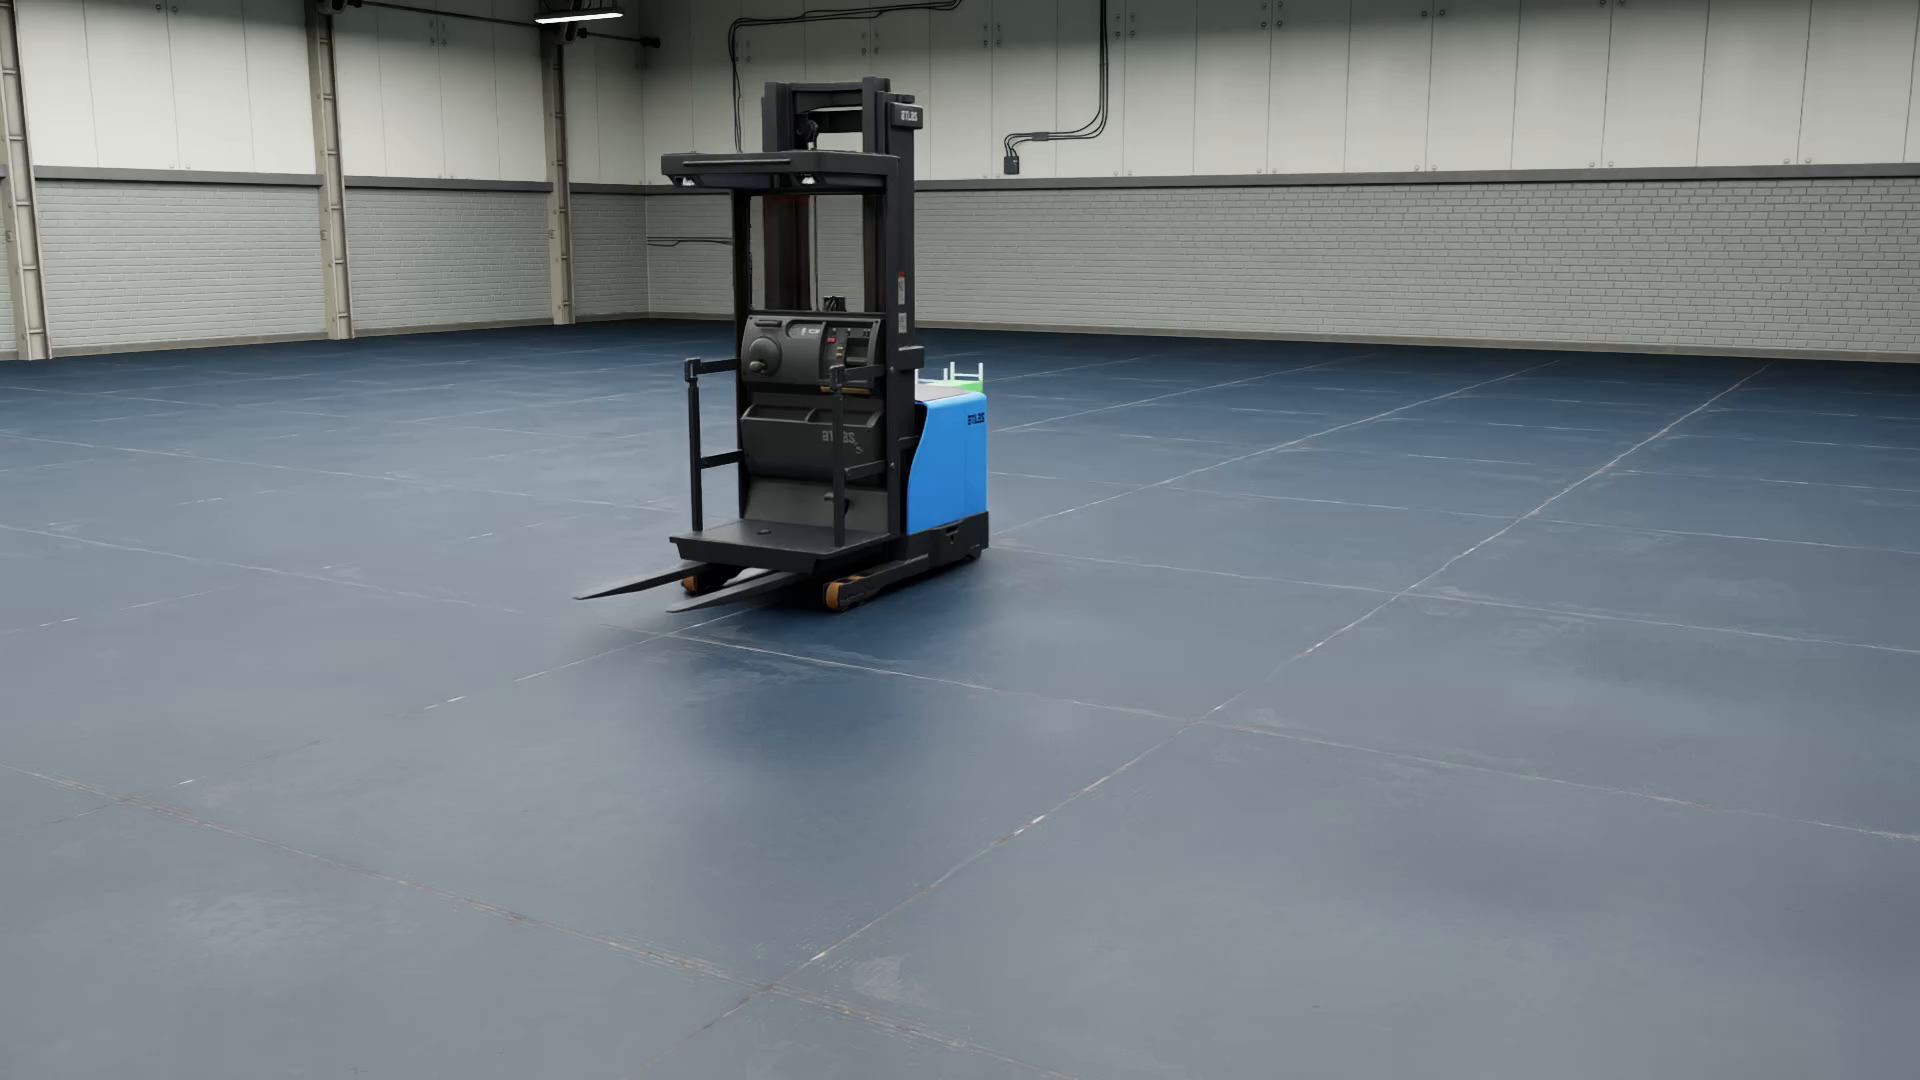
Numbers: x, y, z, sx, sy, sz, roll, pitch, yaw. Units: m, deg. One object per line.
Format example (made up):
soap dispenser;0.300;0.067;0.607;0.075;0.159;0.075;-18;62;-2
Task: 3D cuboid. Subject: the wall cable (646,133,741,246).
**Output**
wall cable;-6.203;-8.075;38.483;3.097;2.526;0.112;6;12;31

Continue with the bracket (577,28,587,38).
bracket;-8.344;-11.064;36.234;0.235;0.232;0.430;6;12;31

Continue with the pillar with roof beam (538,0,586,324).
pillar with roof beam;-5.184;-8.853;34.201;9.100;9.000;0.548;6;12;31

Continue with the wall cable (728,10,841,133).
wall cable;-3.891;-10.299;36.638;3.097;2.526;0.112;6;12;31

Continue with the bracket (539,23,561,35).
bracket;-8.775;-10.934;35.536;0.235;0.232;0.430;6;12;31

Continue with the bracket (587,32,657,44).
bracket;-7.420;-11.344;37.728;0.076;0.066;3.189;6;12;31

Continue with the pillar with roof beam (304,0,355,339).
pillar with roof beam;-8.299;-7.909;29.160;9.100;9.000;0.548;6;12;31

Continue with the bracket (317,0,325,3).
bracket;-11.890;-9.990;30.496;0.235;0.232;0.430;6;12;31

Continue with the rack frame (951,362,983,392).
rack frame;0.045;-0.610;11.368;0.240;1.200;0.015;6;12;28

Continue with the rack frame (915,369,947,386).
rack frame;-0.190;-0.532;10.948;0.240;1.200;0.015;6;12;28

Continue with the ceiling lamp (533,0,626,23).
ceiling lamp;-6.810;-11.072;30.190;2.000;3.185;0.800;6;12;31

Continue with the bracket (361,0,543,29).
bracket;-10.113;-10.529;33.372;0.076;0.066;4.783;6;12;31

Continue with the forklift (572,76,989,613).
forklift;-0.972;-1.139;9.488;1.130;2.935;3.031;6;12;29

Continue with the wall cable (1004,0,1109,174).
wall cable;1.902;-10.363;33.027;2.305;6.003;0.169;6;12;31

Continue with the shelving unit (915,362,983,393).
shelving unit;-0.073;-0.571;11.158;0.258;1.200;0.503;6;12;28

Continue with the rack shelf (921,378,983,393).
rack shelf;-0.073;-0.980;11.082;0.258;0.148;0.480;6;12;28

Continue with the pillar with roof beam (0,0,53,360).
pillar with roof beam;-11.414;-6.965;24.120;9.100;9.000;0.400;6;12;31

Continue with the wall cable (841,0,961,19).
wall cable;-1.246;-12.239;34.640;3.097;2.526;0.112;6;12;31

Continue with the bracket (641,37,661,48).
bracket;-7.114;-11.437;38.225;0.235;0.232;0.430;6;12;31

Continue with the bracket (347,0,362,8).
bracket;-11.459;-10.121;31.193;0.235;0.232;0.430;6;12;31
